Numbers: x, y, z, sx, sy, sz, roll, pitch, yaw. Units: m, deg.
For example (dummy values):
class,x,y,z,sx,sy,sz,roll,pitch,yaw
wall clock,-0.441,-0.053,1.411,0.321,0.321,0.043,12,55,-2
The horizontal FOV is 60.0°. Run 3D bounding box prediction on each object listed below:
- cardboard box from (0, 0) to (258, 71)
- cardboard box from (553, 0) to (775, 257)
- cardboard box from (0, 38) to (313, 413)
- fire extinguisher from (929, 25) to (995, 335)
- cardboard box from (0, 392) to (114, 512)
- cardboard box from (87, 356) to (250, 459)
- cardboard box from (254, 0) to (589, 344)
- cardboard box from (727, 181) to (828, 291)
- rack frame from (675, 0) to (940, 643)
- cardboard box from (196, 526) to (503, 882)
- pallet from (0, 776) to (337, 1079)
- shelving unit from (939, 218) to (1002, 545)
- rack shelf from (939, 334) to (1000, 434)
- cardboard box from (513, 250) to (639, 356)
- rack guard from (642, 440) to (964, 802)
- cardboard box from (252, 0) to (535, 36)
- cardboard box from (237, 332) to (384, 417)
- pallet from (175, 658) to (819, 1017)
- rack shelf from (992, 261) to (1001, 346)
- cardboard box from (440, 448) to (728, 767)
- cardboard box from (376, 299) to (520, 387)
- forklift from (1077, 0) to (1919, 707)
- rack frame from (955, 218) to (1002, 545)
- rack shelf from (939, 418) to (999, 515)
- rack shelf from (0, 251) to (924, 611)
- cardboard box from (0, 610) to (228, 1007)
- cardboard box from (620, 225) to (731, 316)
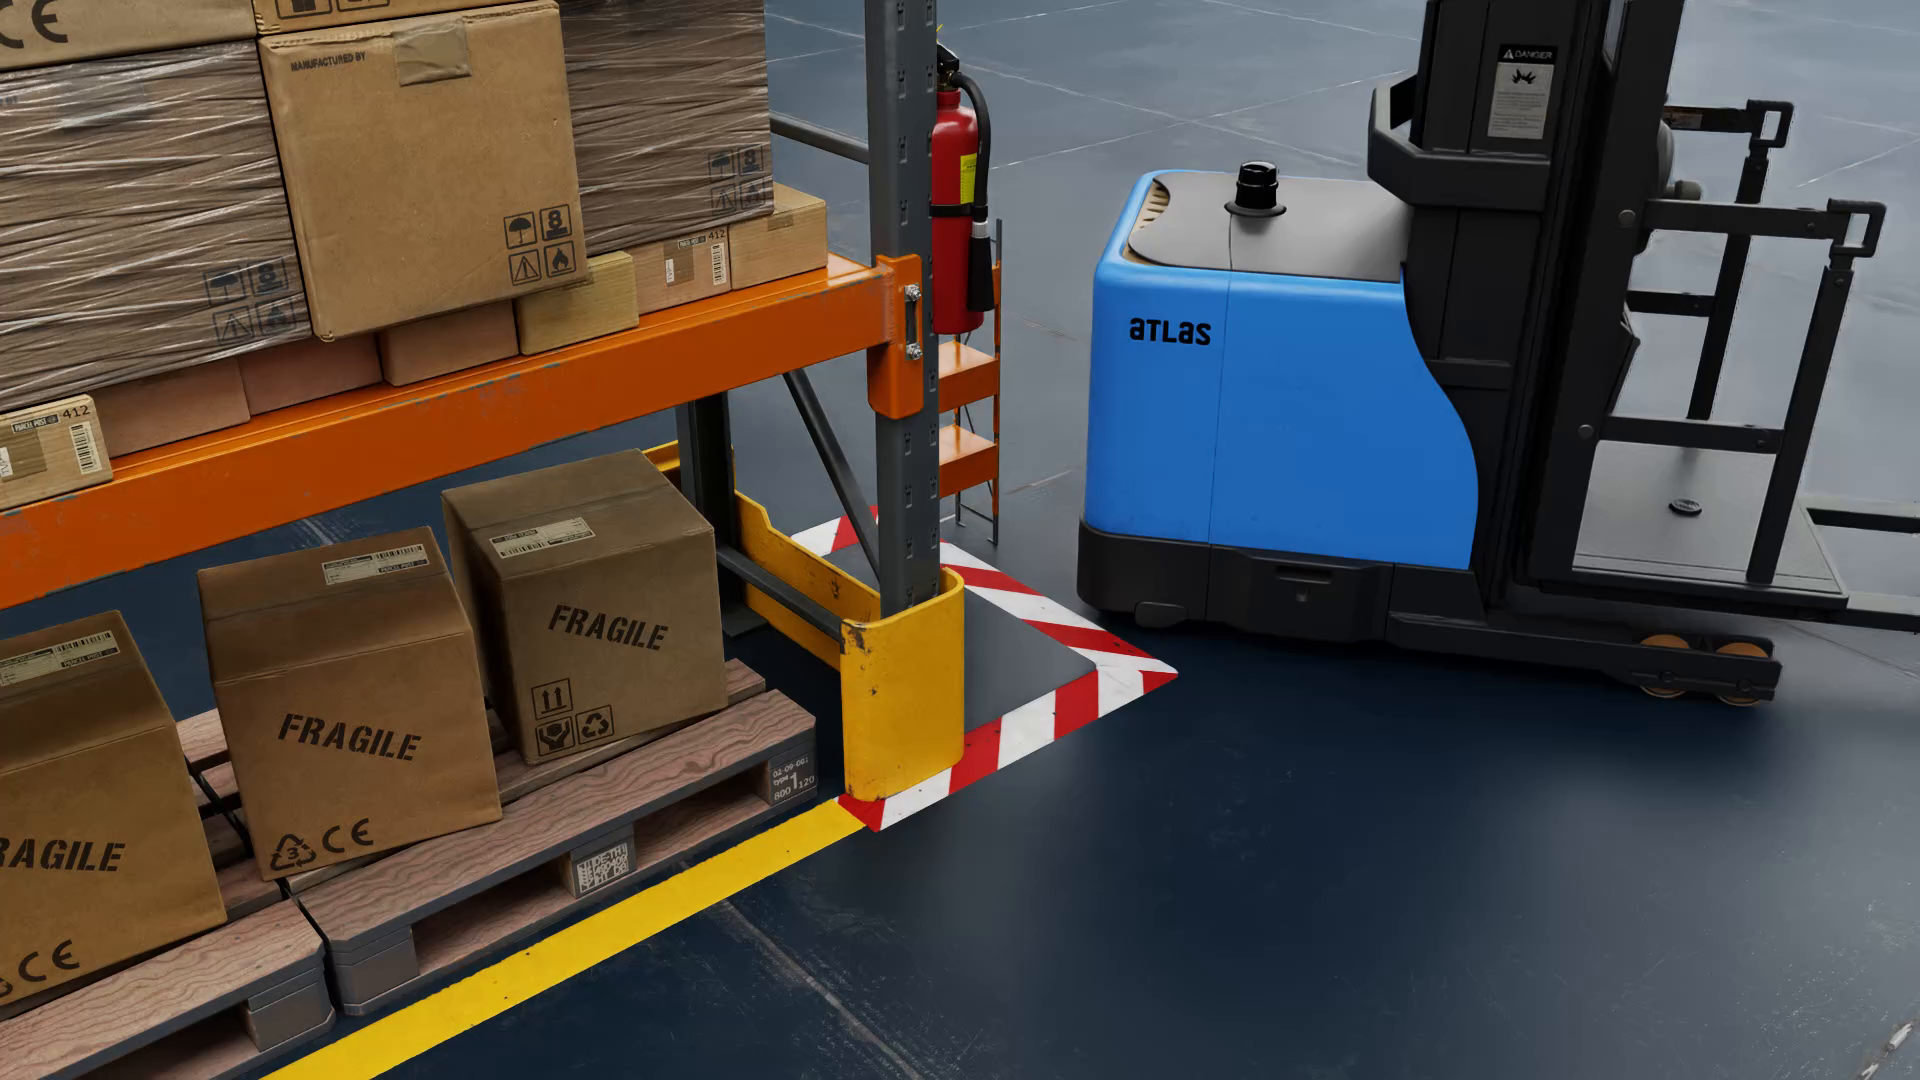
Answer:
class,x,y,z,sx,sy,sz,roll,pitch,yaw
cardboard box,-1.432,-1.009,2.474,0.500,0.500,0.500,-22,35,-35
cardboard box,-0.852,-0.974,3.468,0.500,0.500,0.875,-22,35,-35
cardboard box,-1.563,-0.640,2.844,0.500,0.500,0.875,-22,35,-35
fire extinguisher,-0.029,-0.793,3.633,0.183,0.674,0.296,-22,35,-35
cardboard box,-1.571,-0.188,2.687,0.250,0.149,0.380,-22,35,-35
cardboard box,-1.439,-0.297,2.889,0.250,0.149,0.380,-22,35,-35
cardboard box,-1.154,-0.778,3.102,0.500,0.500,0.875,-22,35,-35
cardboard box,-0.498,-0.685,3.616,0.250,0.149,0.380,-22,35,-35
rack frame,-0.416,-0.957,3.858,0.127,3.000,1.000,-22,35,-35
cardboard box,-1.334,0.340,3.637,0.500,0.500,0.500,-13,31,-22
pallet,-2.042,0.903,3.336,1.213,0.211,1.003,-22,35,-35
shelving unit,-0.041,-0.447,4.972,0.252,1.050,0.215,-22,35,-35
rack shelf,-0.041,-0.437,4.977,0.240,0.259,0.215,-22,35,-35
cardboard box,-0.846,-0.514,3.296,0.250,0.149,0.380,-22,35,-35
rack guard,-0.473,0.169,4.404,0.348,0.500,1.175,-22,35,-35
cardboard box,-1.050,-1.161,2.758,0.500,0.500,0.500,-22,35,-35
cardboard box,-1.263,-0.381,3.047,0.250,0.149,0.380,-22,35,-35
pallet,-1.114,0.532,4.031,1.213,0.211,1.003,-22,35,-35
rack shelf,-0.040,-0.688,4.843,0.240,0.259,0.215,-22,35,-35
cardboard box,-0.901,0.145,4.002,0.500,0.500,0.500,-15,32,-26
cardboard box,-1.046,-0.443,3.163,0.250,0.149,0.380,-22,35,-35
forklift,1.911,-1.125,4.246,3.031,2.935,1.130,6,29,11
rack frame,0.052,-0.484,5.042,0.008,1.050,0.200,-22,35,-35
rack shelf,-0.041,-0.192,5.108,0.240,0.259,0.215,-22,35,-35
rack shelf,-1.937,-0.028,2.883,4.000,0.370,1.077,-22,35,-35
cardboard box,-1.823,0.525,3.291,0.500,0.500,0.500,-18,33,-30
cardboard box,-0.689,-0.609,3.473,0.250,0.149,0.380,-22,35,-35
